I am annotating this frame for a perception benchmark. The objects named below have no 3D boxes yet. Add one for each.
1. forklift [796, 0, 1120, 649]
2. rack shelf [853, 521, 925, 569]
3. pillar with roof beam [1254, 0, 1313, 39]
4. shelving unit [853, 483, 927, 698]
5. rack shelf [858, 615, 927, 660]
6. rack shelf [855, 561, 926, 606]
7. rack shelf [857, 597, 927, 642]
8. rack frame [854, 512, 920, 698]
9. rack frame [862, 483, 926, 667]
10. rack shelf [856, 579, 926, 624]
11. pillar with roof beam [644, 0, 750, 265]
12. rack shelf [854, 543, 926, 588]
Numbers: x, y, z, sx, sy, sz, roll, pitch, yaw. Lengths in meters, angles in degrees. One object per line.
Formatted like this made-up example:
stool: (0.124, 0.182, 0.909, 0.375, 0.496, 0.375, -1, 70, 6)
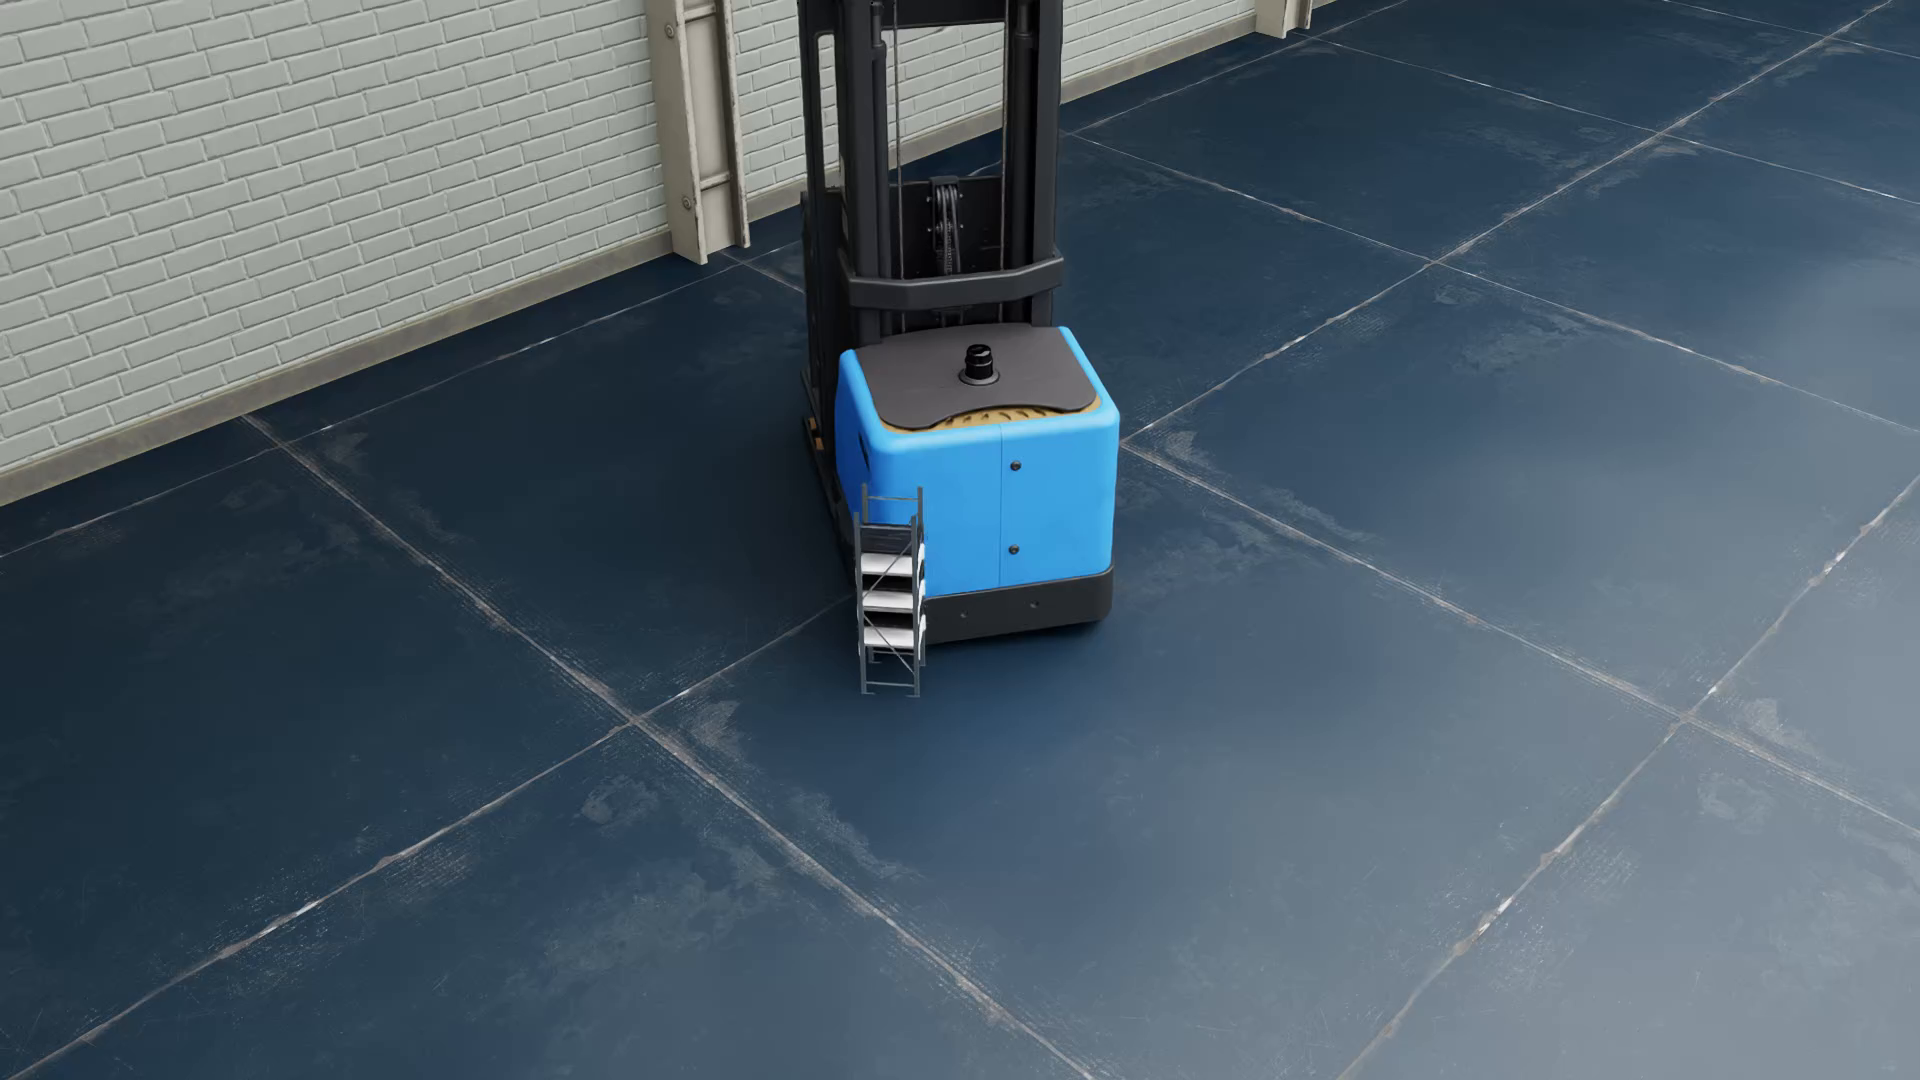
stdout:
forklift: (-0.173, -1.586, 7.462, 1.130, 2.935, 3.031, -7, 36, -11)
rack shelf: (-0.275, 0.019, 6.522, 0.258, 0.077, 0.200, 3, 35, 5)
pillar with roof beam: (5.729, -6.214, 8.794, 9.100, 9.000, 0.400, 30, 45, 35)
shelving unit: (-0.275, 0.213, 6.658, 0.258, 0.900, 0.210, 3, 35, 5)
rack shelf: (-0.275, 0.388, 6.780, 0.258, 0.077, 0.200, 3, 35, 5)
rack shelf: (-0.275, 0.167, 6.625, 0.258, 0.077, 0.200, 3, 35, 5)
rack shelf: (-0.275, 0.314, 6.728, 0.258, 0.077, 0.200, 3, 35, 5)
rack frame: (-0.285, 0.271, 6.575, 0.240, 0.900, 0.006, 3, 35, 5)
rack frame: (-0.265, 0.155, 6.741, 0.240, 0.900, 0.006, 3, 35, 5)
rack shelf: (-0.275, 0.240, 6.677, 0.258, 0.077, 0.200, 3, 35, 5)
pillar with roof beam: (1.502, -3.778, 5.301, 9.100, 9.000, 0.400, 30, 45, 35)
rack shelf: (-0.275, 0.093, 6.574, 0.258, 0.077, 0.200, 3, 35, 5)
